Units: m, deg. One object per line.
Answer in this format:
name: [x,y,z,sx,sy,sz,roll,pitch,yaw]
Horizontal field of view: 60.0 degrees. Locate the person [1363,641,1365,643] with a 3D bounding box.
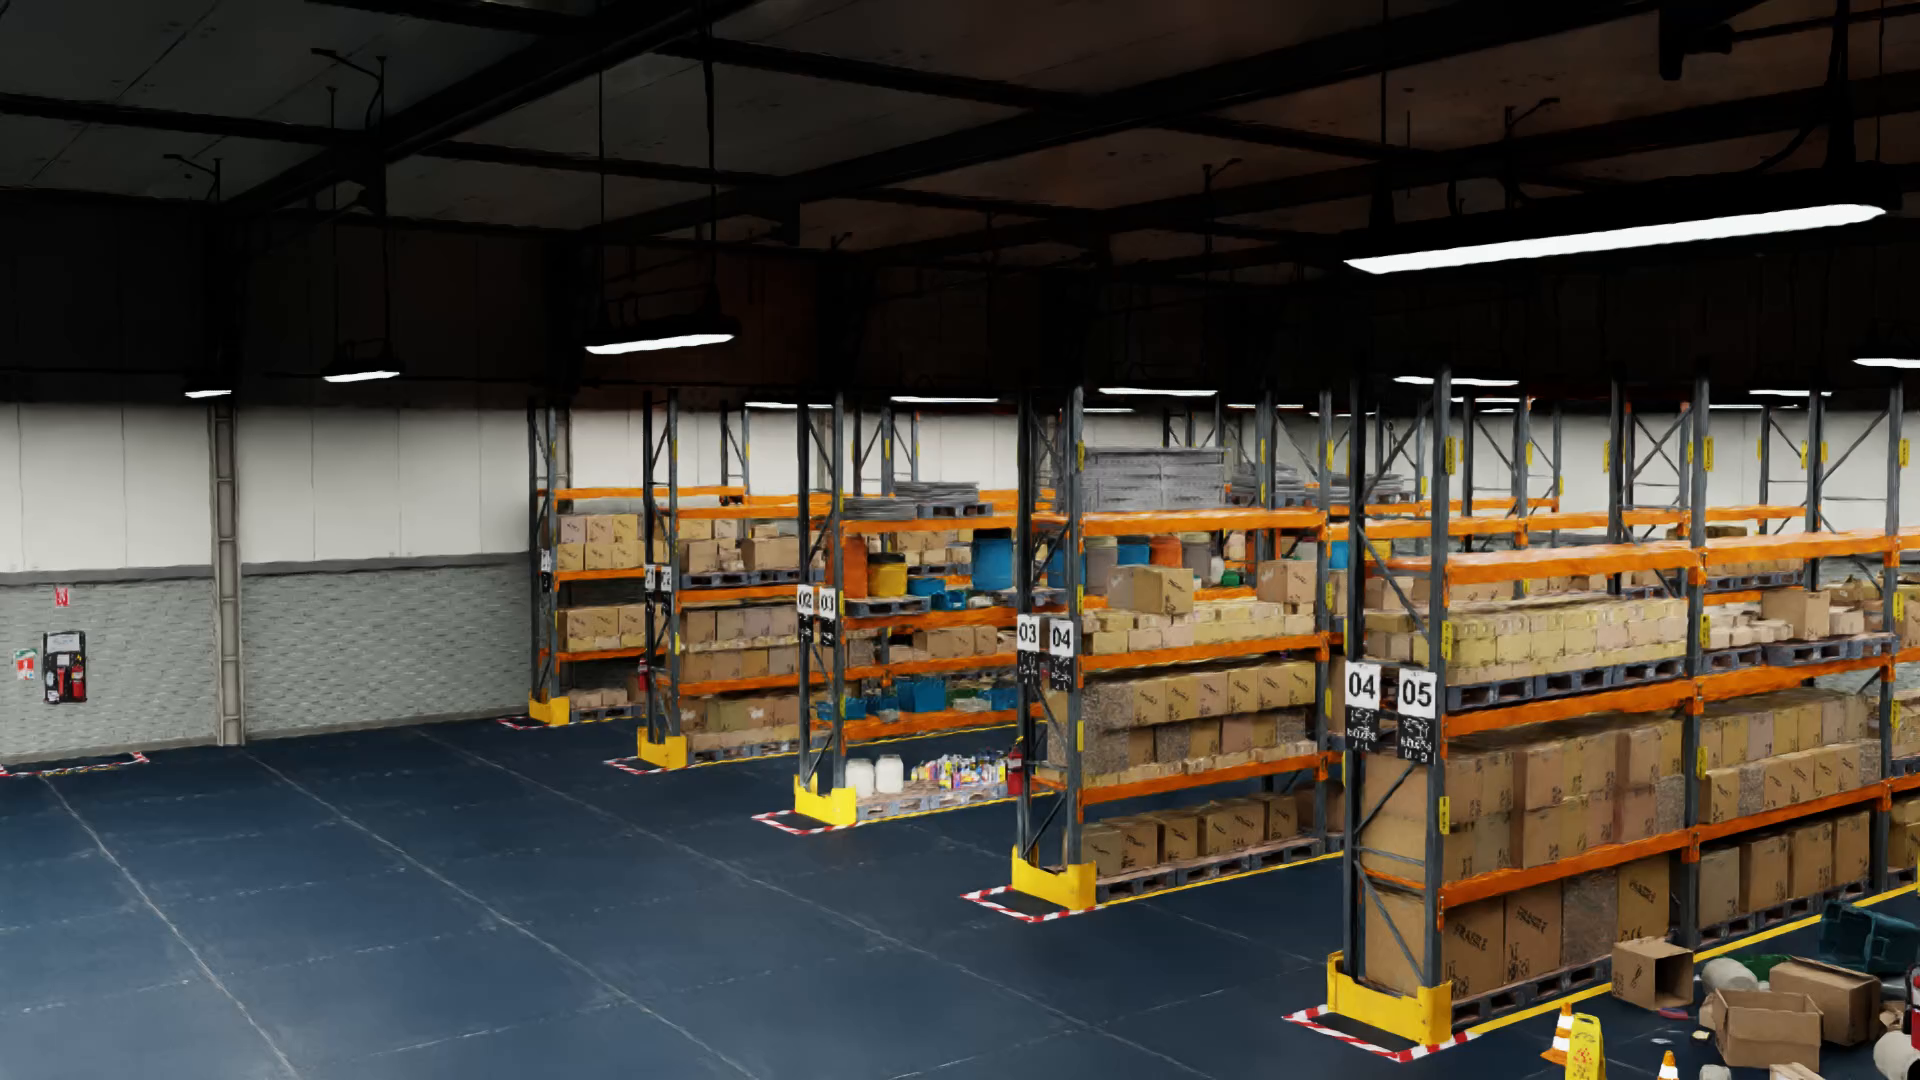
person: [7.637,2.388,31.617,0.614,1.784,0.498,0,3,-6]
